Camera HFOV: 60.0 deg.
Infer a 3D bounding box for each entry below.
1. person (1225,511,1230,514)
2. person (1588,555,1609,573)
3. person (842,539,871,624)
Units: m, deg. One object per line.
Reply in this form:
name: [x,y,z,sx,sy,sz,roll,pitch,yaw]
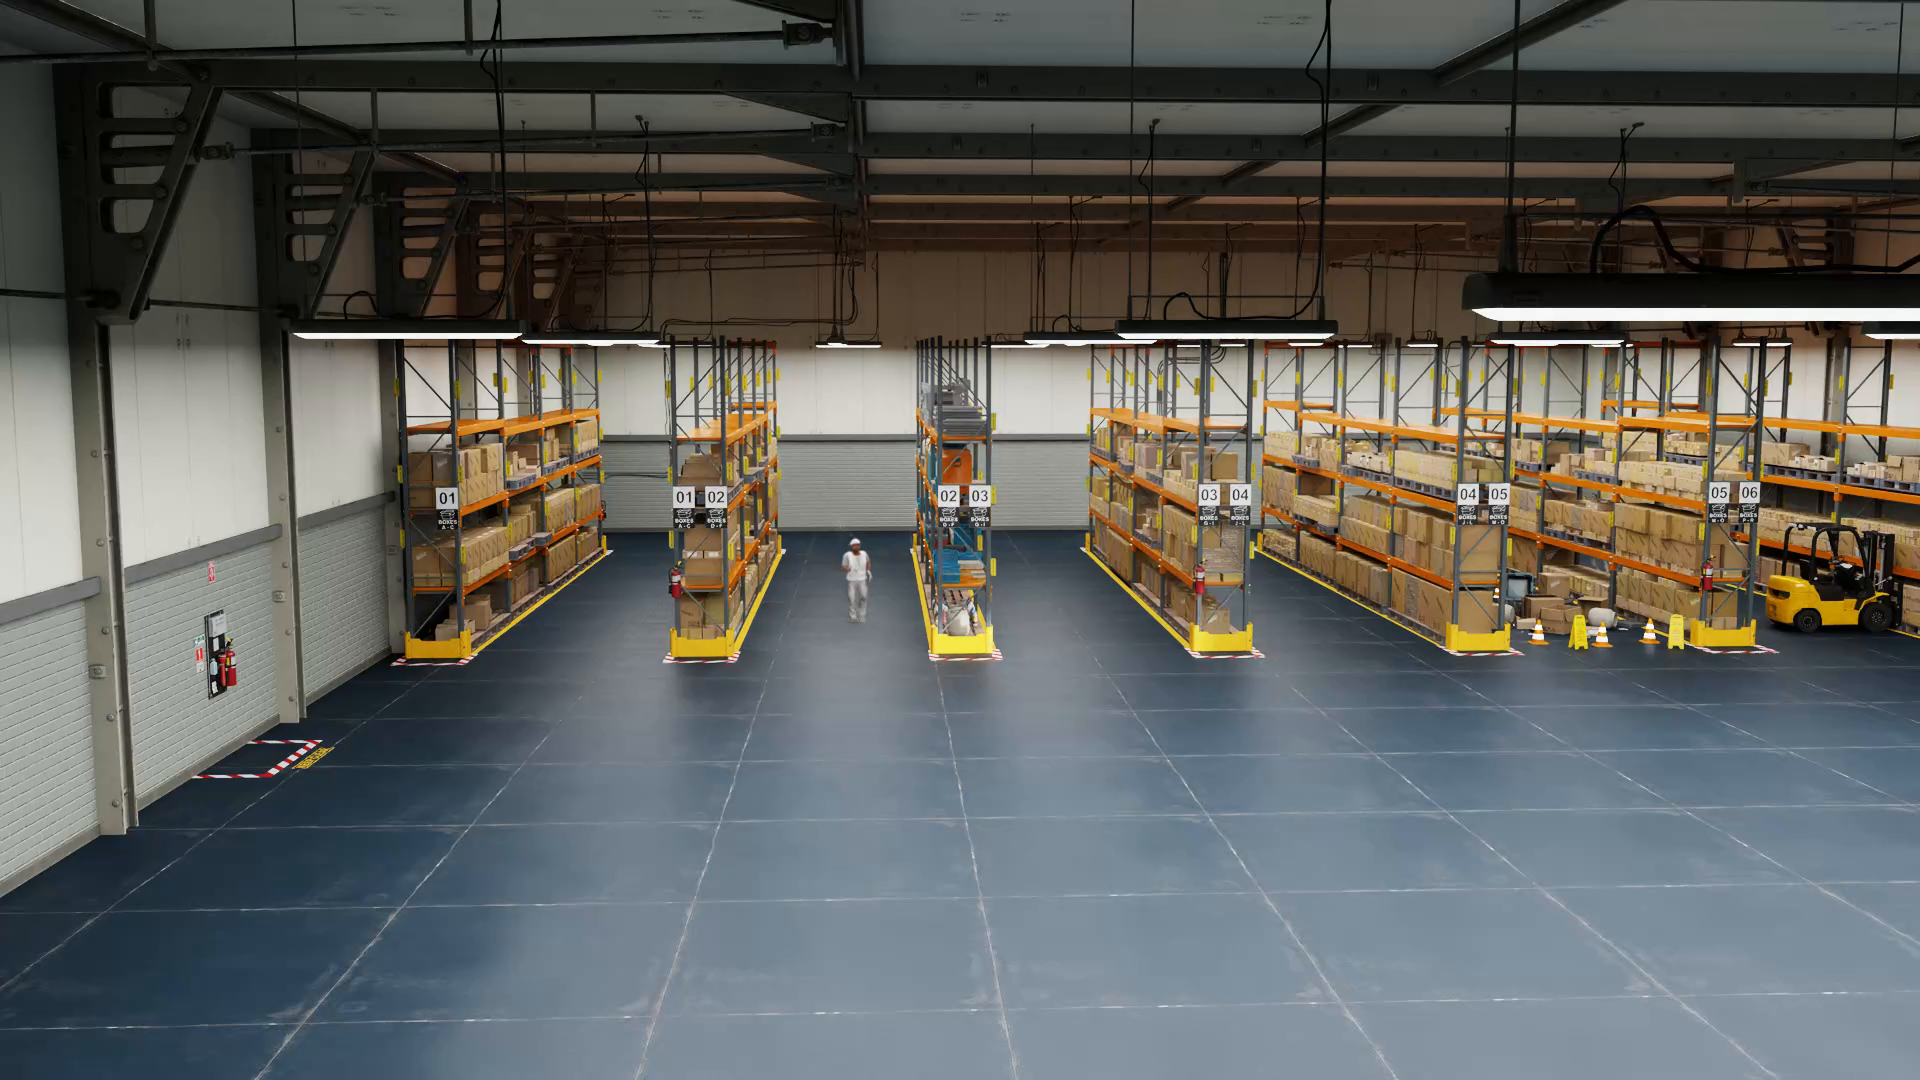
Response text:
person: [7.533,-0.363,45.750,0.667,1.732,0.836,1,7,5]
person: [16.101,0.163,41.977,0.545,1.601,0.818,0,6,-2]
person: [-2.165,0.867,34.996,0.649,1.793,0.714,-1,7,-13]
